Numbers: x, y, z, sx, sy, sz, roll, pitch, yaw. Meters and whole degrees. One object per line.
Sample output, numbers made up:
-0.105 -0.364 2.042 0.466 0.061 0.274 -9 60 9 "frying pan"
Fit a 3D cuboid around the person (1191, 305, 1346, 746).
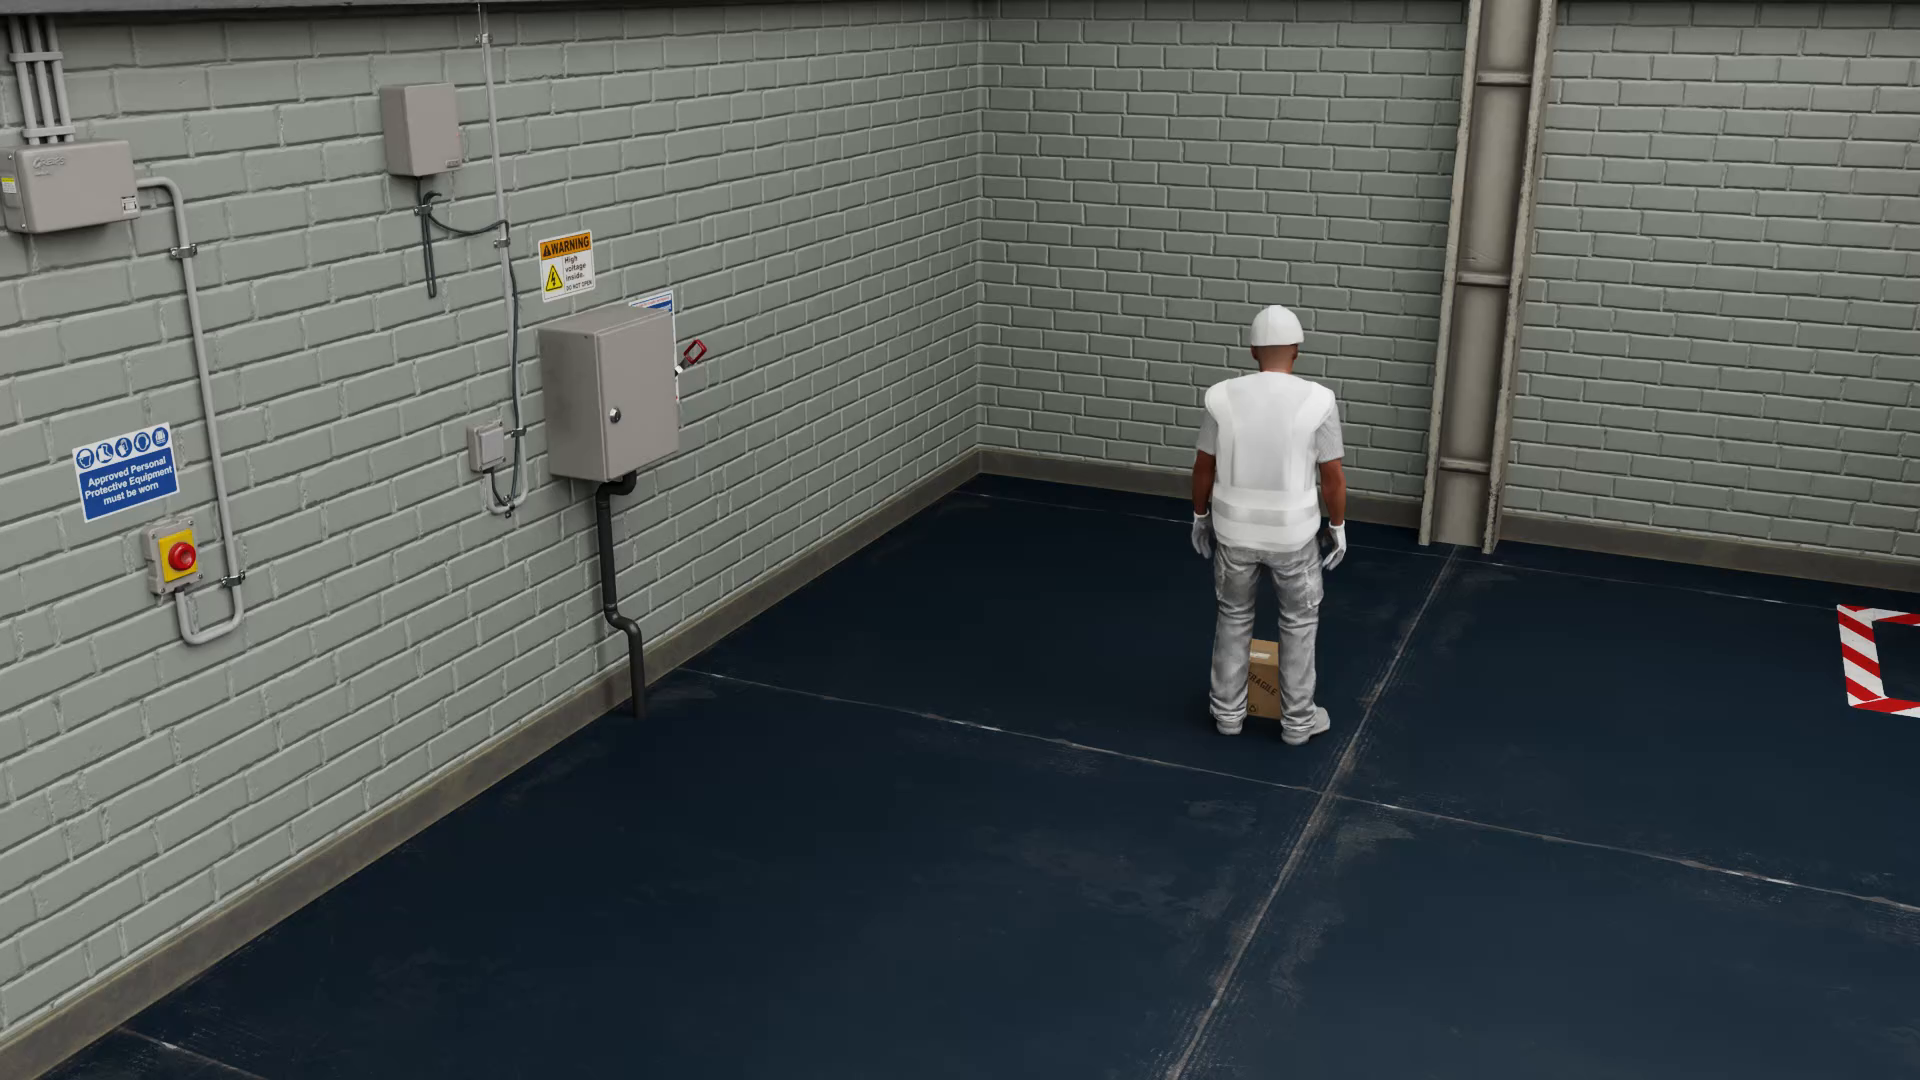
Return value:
1.239 -0.051 6.698 0.624 1.773 0.451 7 20 20 "person"
